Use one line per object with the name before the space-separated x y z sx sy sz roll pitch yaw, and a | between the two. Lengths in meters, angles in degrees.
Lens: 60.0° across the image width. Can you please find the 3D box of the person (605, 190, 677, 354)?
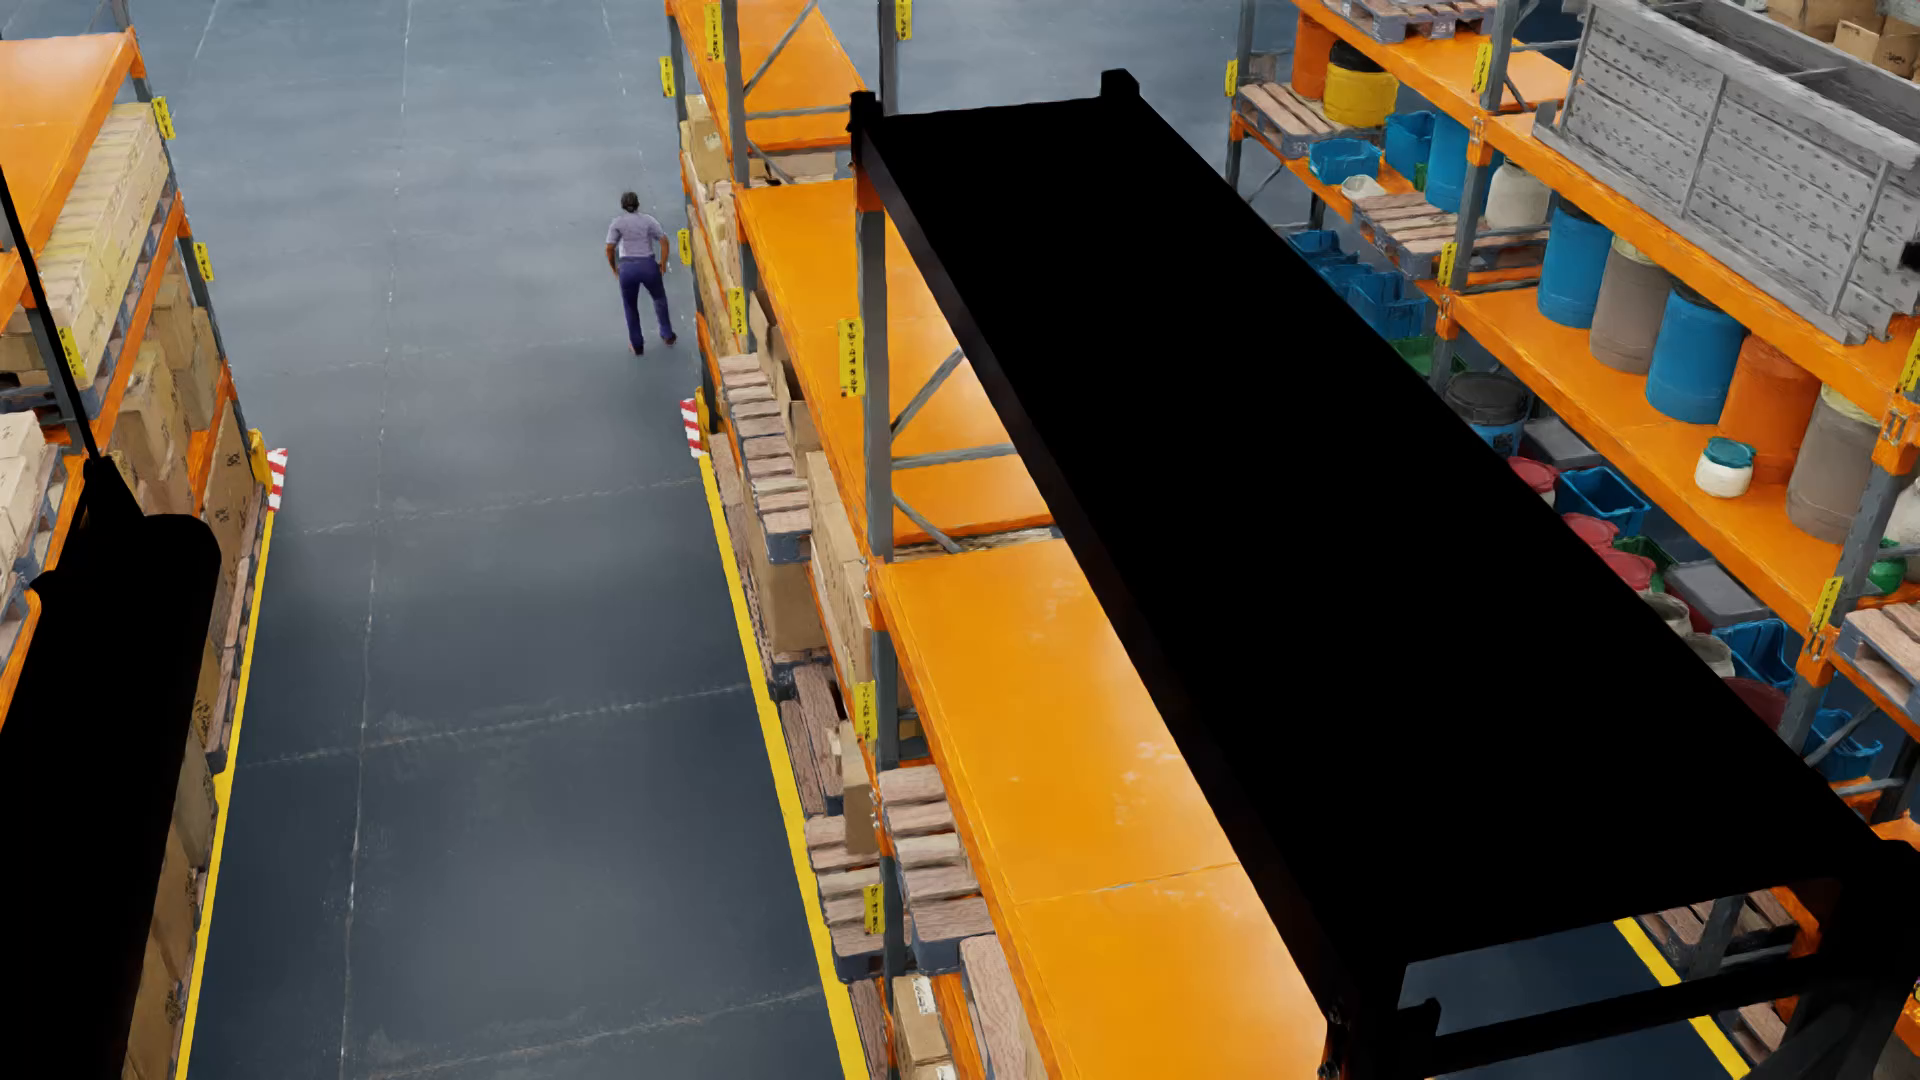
person | -3.195 -2.686 16.618 0.625 1.596 0.517 -9 36 -13
